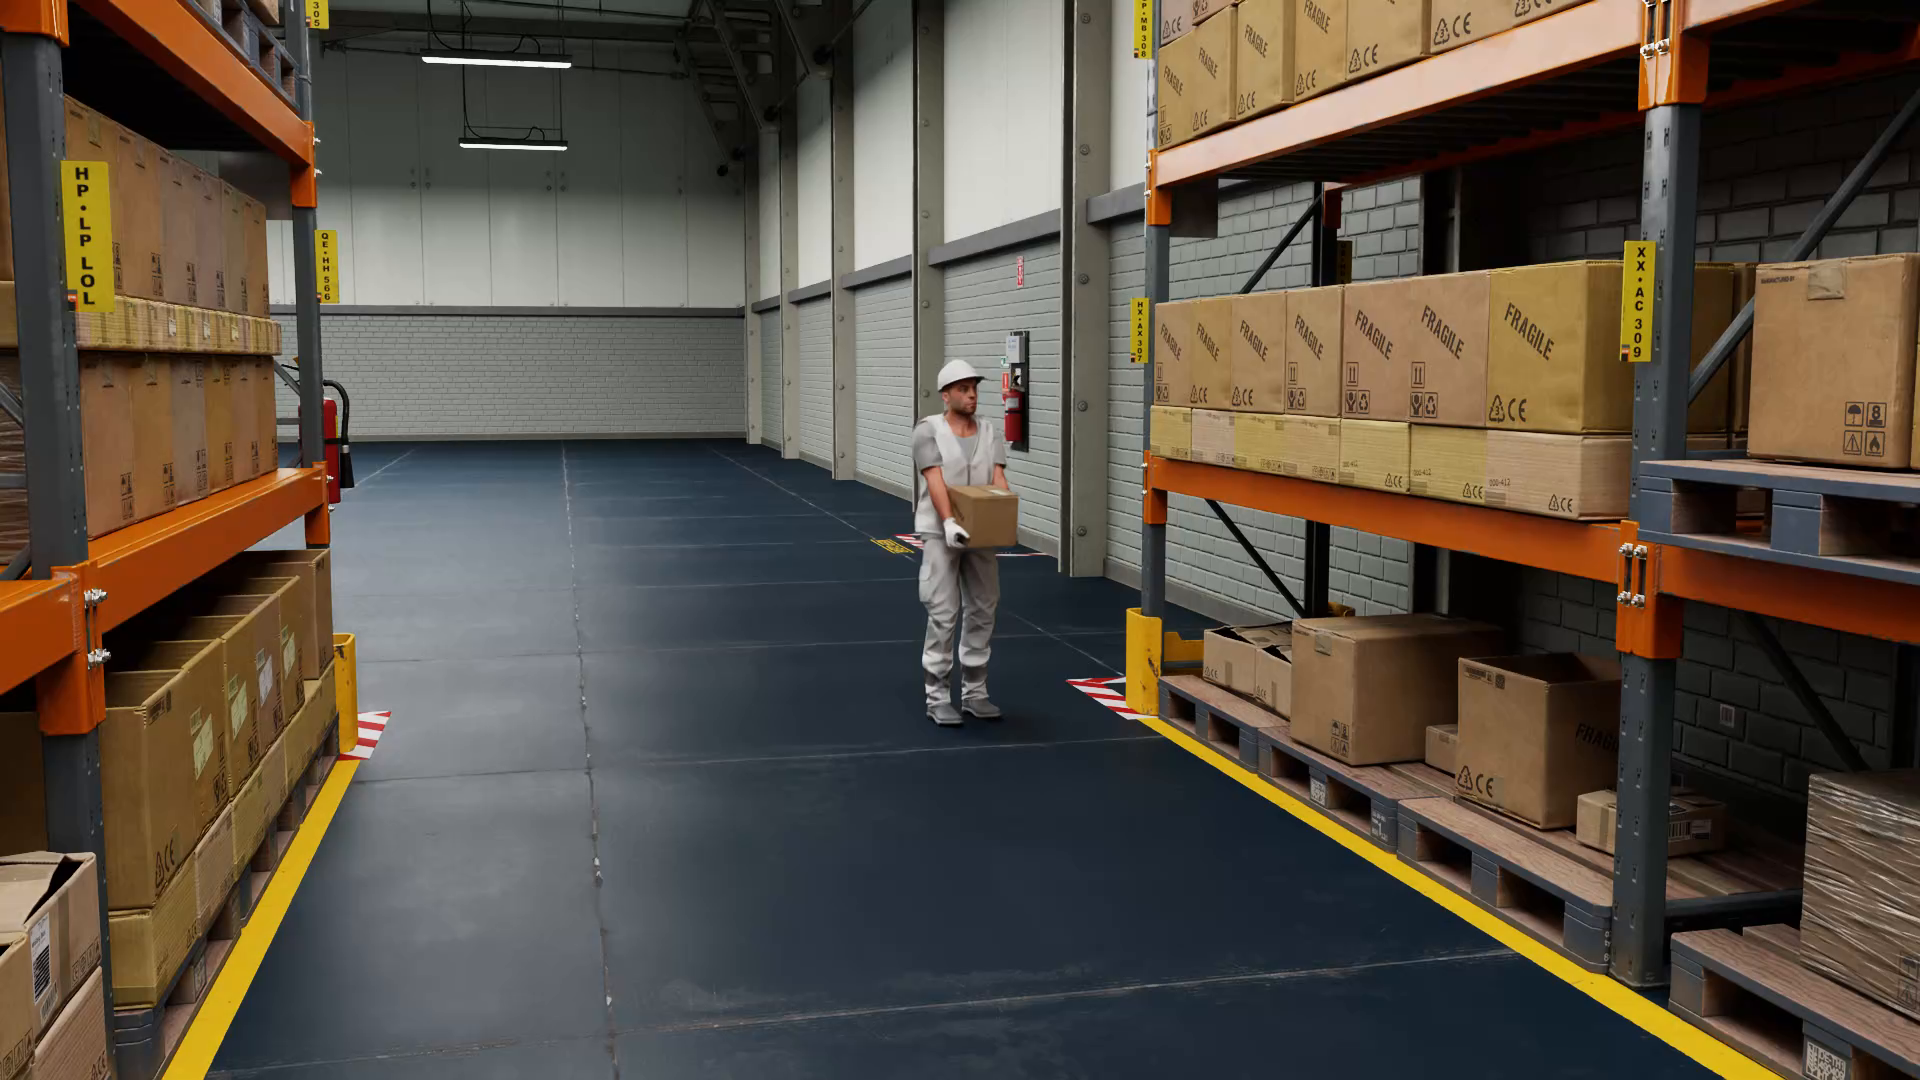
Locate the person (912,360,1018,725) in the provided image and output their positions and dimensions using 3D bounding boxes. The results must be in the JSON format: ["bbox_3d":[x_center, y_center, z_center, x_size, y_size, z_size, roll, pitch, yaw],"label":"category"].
[{"bbox_3d":[0.042,0.010,8.188,0.495,1.787,0.562,-3,7,-27],"label":"person"}]
